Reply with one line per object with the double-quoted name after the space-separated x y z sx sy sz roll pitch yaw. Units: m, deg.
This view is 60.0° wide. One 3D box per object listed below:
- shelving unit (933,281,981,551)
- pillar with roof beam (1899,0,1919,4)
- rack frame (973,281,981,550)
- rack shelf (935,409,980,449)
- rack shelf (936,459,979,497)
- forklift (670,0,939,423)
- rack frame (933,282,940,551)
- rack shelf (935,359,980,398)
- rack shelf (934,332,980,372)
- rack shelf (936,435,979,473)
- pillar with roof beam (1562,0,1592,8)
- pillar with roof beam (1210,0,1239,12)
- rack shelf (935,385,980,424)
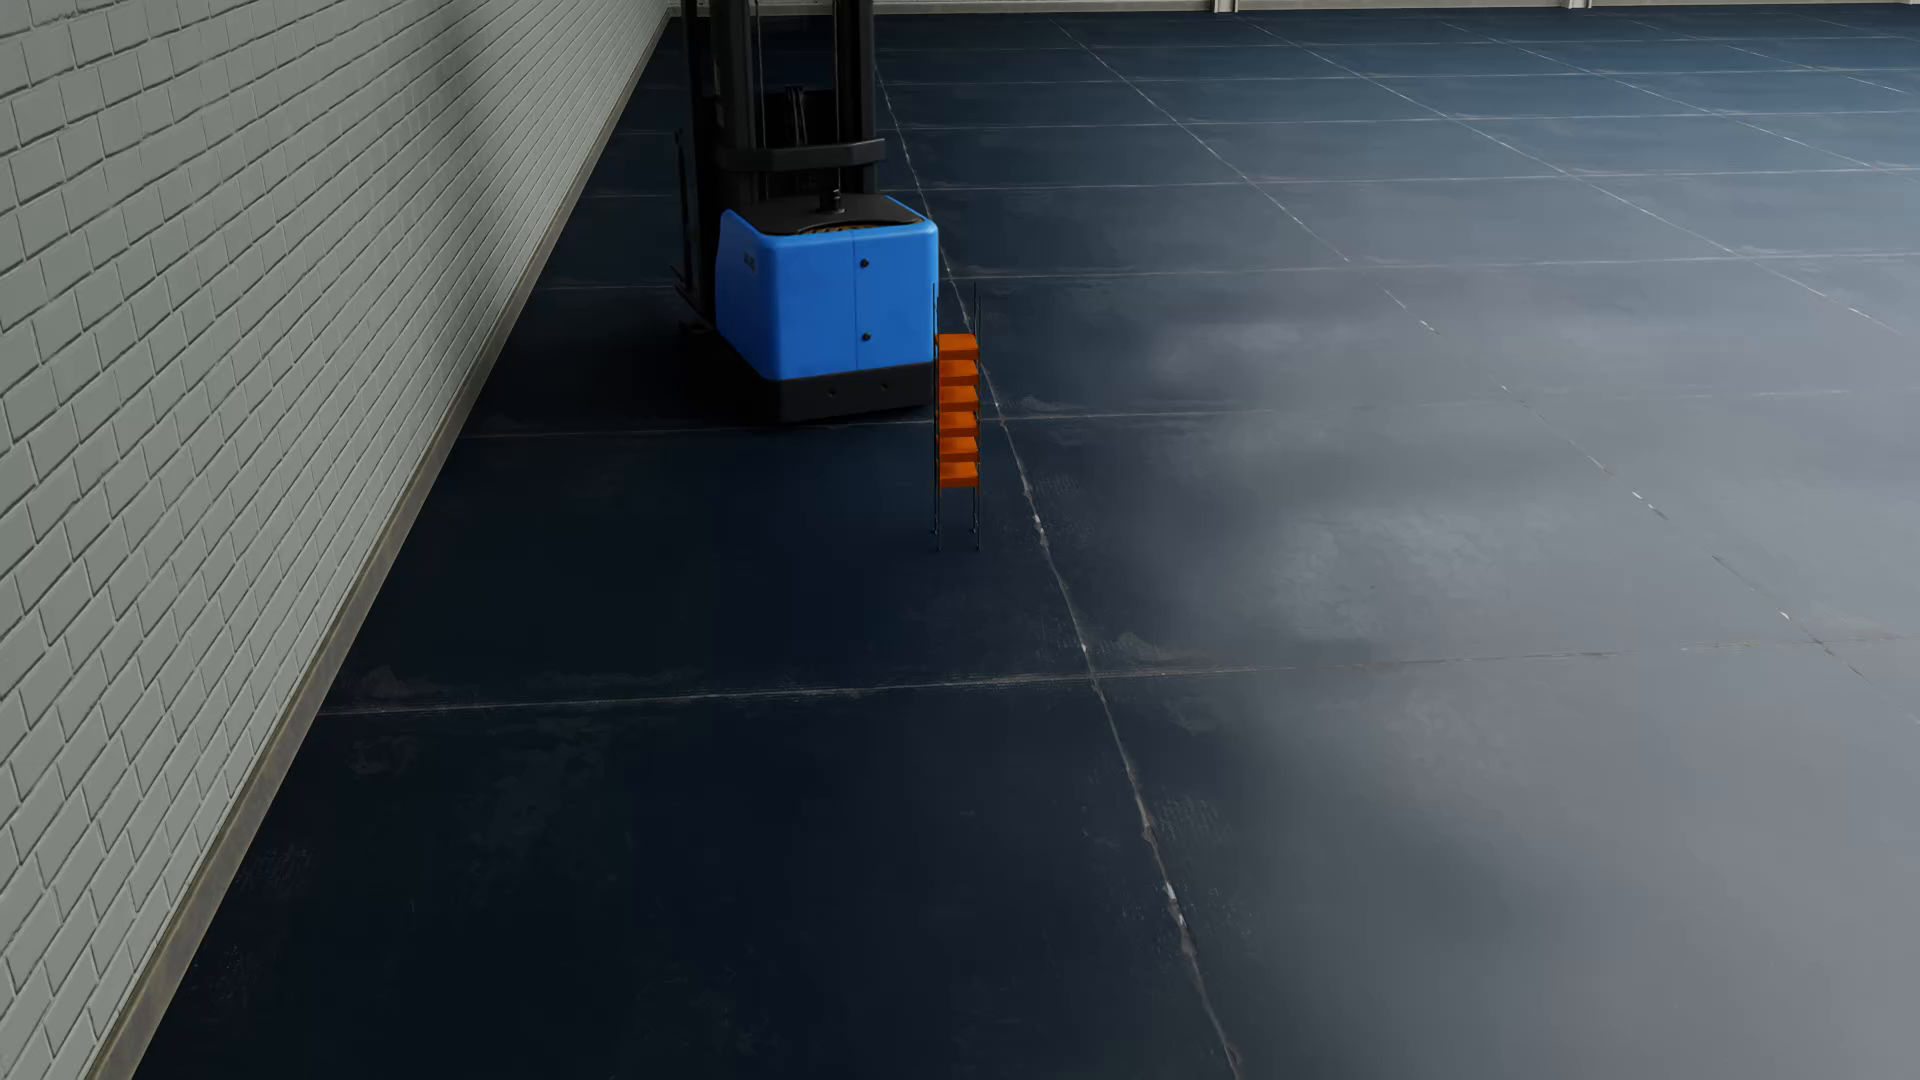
-0.014 -0.548 7.505 0.189 1.200 0.258 -2 24 -5 "shelving unit"
16.686 -11.518 22.584 0.400 9.000 9.100 -2 24 -5 "pillar with roof beam"
0.077 -0.551 7.513 0.006 1.200 0.240 -2 24 -5 "rack frame"
-0.014 -0.507 7.523 0.180 0.103 0.258 -2 24 -5 "rack shelf"
-0.014 -0.288 7.621 0.180 0.103 0.258 -2 24 -5 "rack shelf"
-1.125 -2.540 9.857 1.130 2.935 3.031 -9 26 -20 "forklift"
-0.105 -0.544 7.497 0.006 1.200 0.240 -2 24 -5 "rack frame"
-0.014 -0.726 7.426 0.180 0.103 0.258 -2 24 -5 "rack shelf"
-0.014 -0.836 7.377 0.180 0.103 0.258 -2 24 -5 "rack shelf"
-0.014 -0.397 7.572 0.180 0.103 0.258 -2 24 -5 "rack shelf"
10.715 -11.278 22.045 0.400 9.000 9.100 -2 24 -5 "pillar with roof beam"
4.744 -11.039 21.506 0.400 9.000 9.100 -2 24 -5 "pillar with roof beam"
-0.014 -0.617 7.474 0.180 0.103 0.258 -2 24 -5 "rack shelf"
